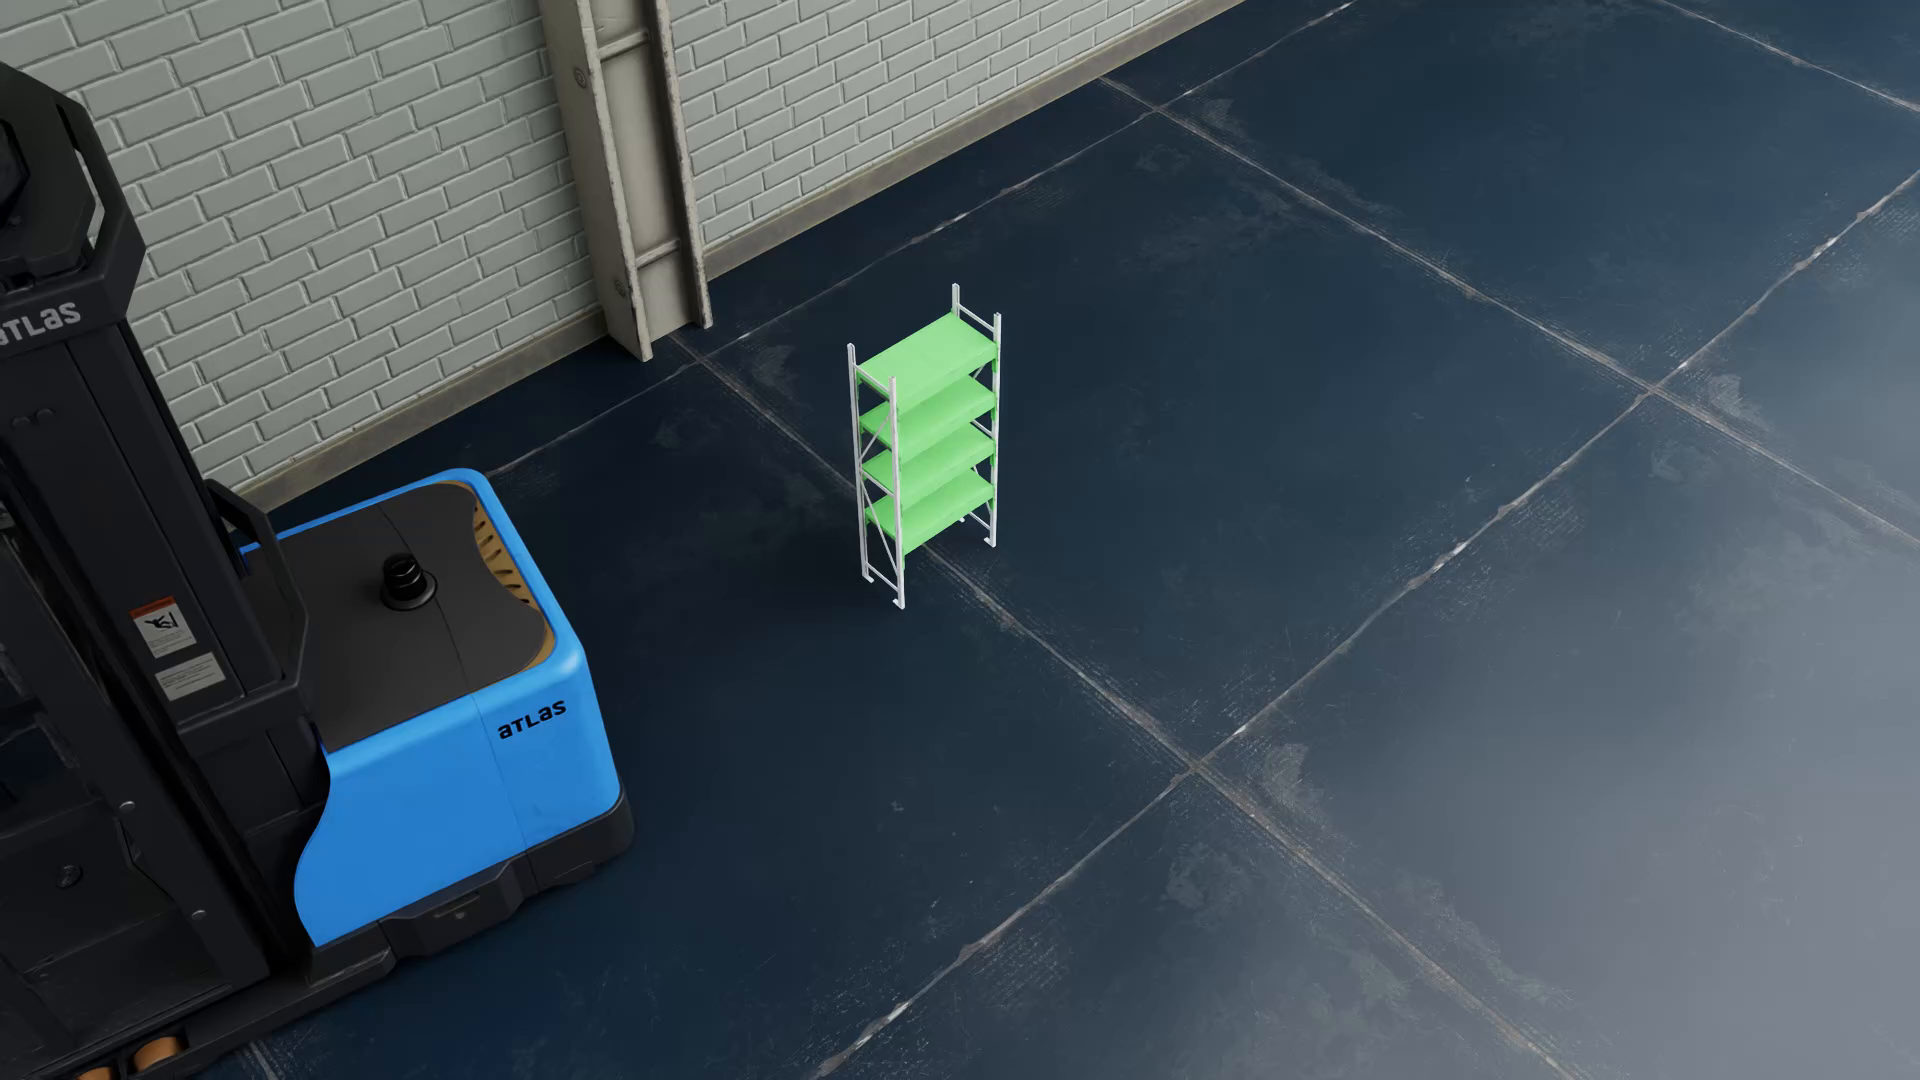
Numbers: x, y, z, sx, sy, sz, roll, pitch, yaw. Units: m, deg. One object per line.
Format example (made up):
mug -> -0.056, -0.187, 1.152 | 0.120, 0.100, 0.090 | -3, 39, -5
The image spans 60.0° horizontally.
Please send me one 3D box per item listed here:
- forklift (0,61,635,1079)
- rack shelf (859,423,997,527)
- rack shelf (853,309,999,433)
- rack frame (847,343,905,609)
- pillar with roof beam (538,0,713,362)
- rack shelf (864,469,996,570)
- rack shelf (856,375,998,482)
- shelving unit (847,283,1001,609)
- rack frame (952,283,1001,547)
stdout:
forklift -> -2.649, 0.332, 4.450 | 3.031, 2.935, 1.130 | -24, 52, -20
rack shelf -> -0.122, -0.282, 6.280 | 0.480, 0.148, 0.258 | -34, 56, -27
rack shelf -> -0.122, -0.607, 5.928 | 0.480, 0.148, 0.258 | -34, 56, -27
rack frame -> -0.303, -0.204, 6.122 | 0.015, 1.200, 0.240 | -34, 56, -27
pillar with roof beam -> 1.512, -1.691, 2.188 | 0.400, 9.000, 9.100 | -34, 56, -27
rack shelf -> -0.122, -0.119, 6.457 | 0.480, 0.148, 0.258 | -34, 56, -27
rack shelf -> -0.122, -0.444, 6.104 | 0.480, 0.148, 0.258 | -34, 56, -27
shelving unit -> -0.122, -0.325, 6.233 | 0.503, 1.200, 0.258 | -34, 56, -27
rack frame -> 0.058, -0.446, 6.345 | 0.015, 1.200, 0.240 | -34, 56, -27
